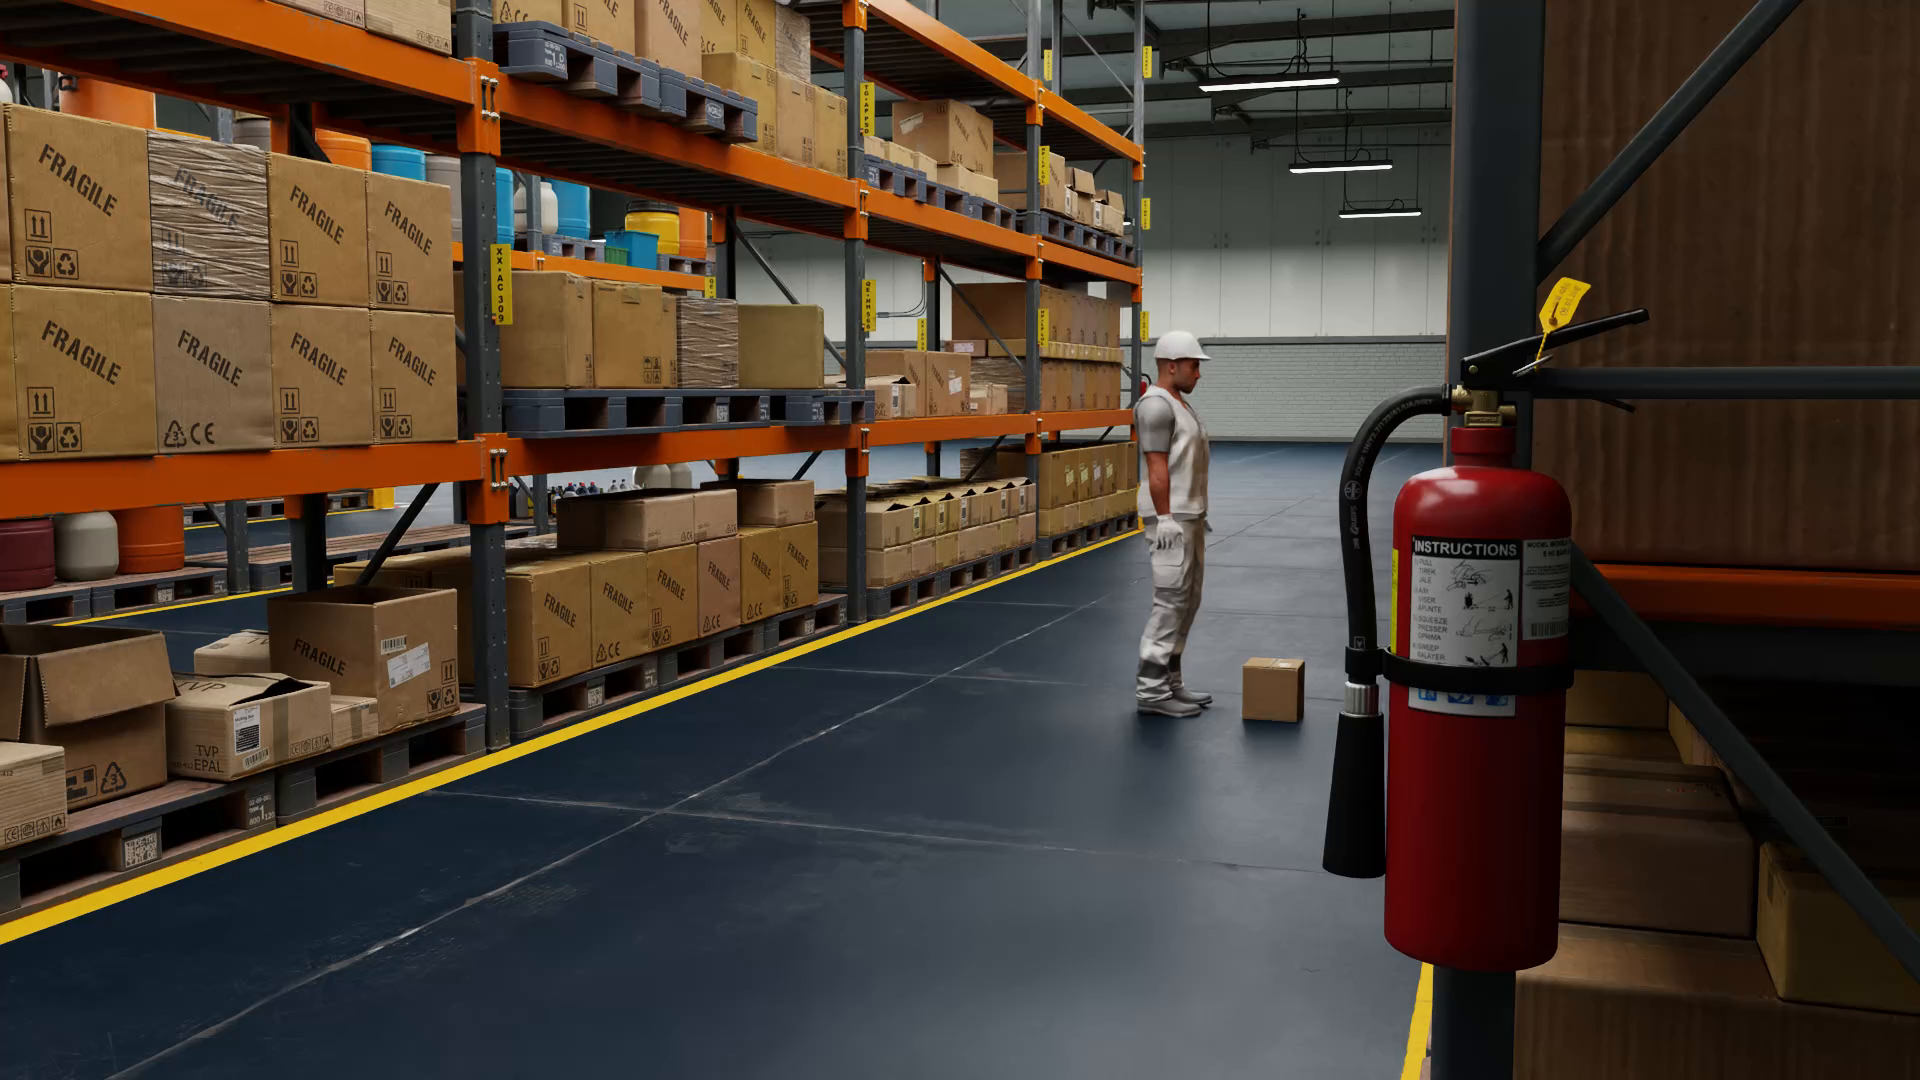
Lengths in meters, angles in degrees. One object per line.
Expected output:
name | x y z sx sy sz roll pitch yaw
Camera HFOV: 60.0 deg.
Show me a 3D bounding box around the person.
person | 1.004 -0.085 7.804 0.345 1.782 0.527 2 5 20
